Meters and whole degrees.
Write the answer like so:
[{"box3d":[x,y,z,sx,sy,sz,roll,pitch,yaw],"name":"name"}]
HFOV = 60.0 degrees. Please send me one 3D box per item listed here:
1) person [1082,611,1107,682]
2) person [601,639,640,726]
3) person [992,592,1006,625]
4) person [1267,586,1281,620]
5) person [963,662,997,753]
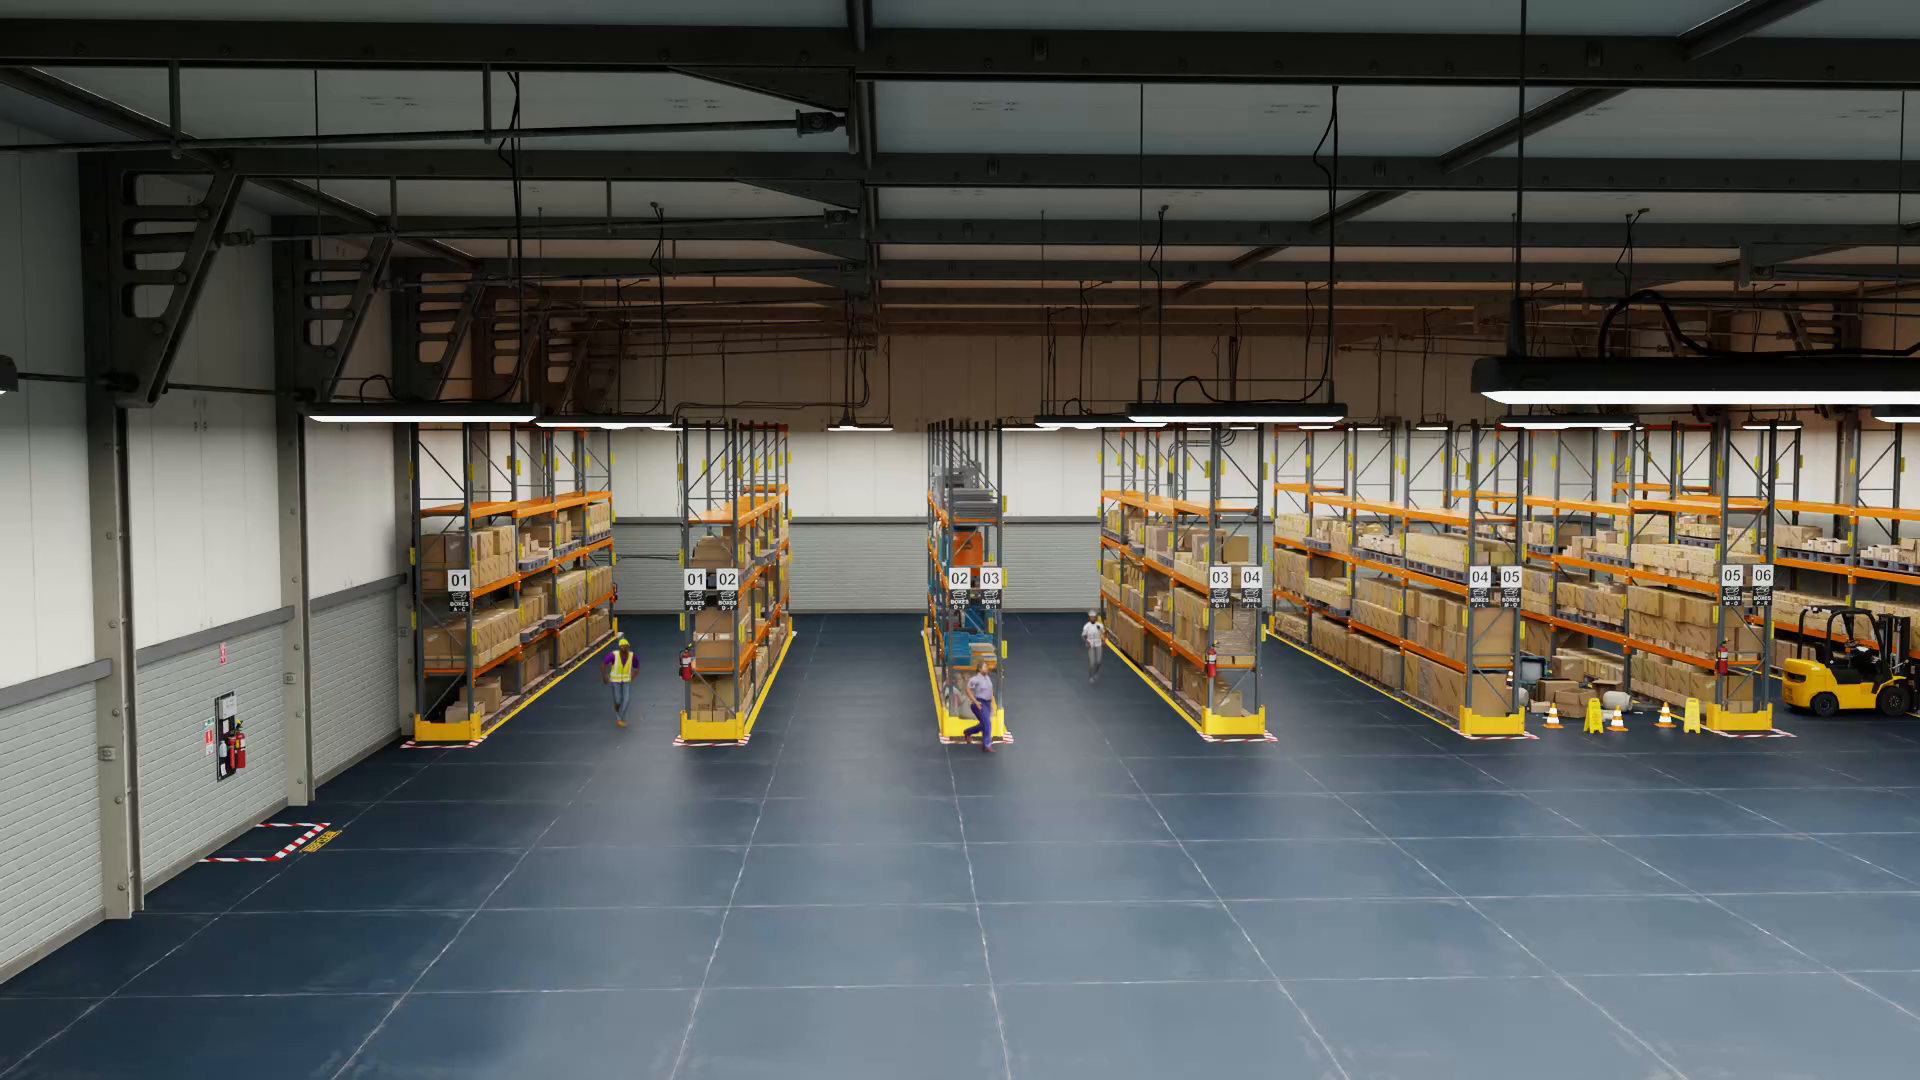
[{"box3d":[3.082,2.452,38.149,0.582,1.661,0.542,0,4,1],"name":"person"},{"box3d":[-6.676,2.789,32.738,0.741,1.717,0.698,-1,4,-21],"name":"person"},{"box3d":[0.924,1.663,49.649,0.896,1.762,0.690,0,4,3],"name":"person"},{"box3d":[9.296,1.829,48.987,0.516,1.550,0.609,0,4,-5],"name":"person"},{"box3d":[0.371,3.014,30.048,0.755,1.622,0.628,2,4,33],"name":"person"}]
